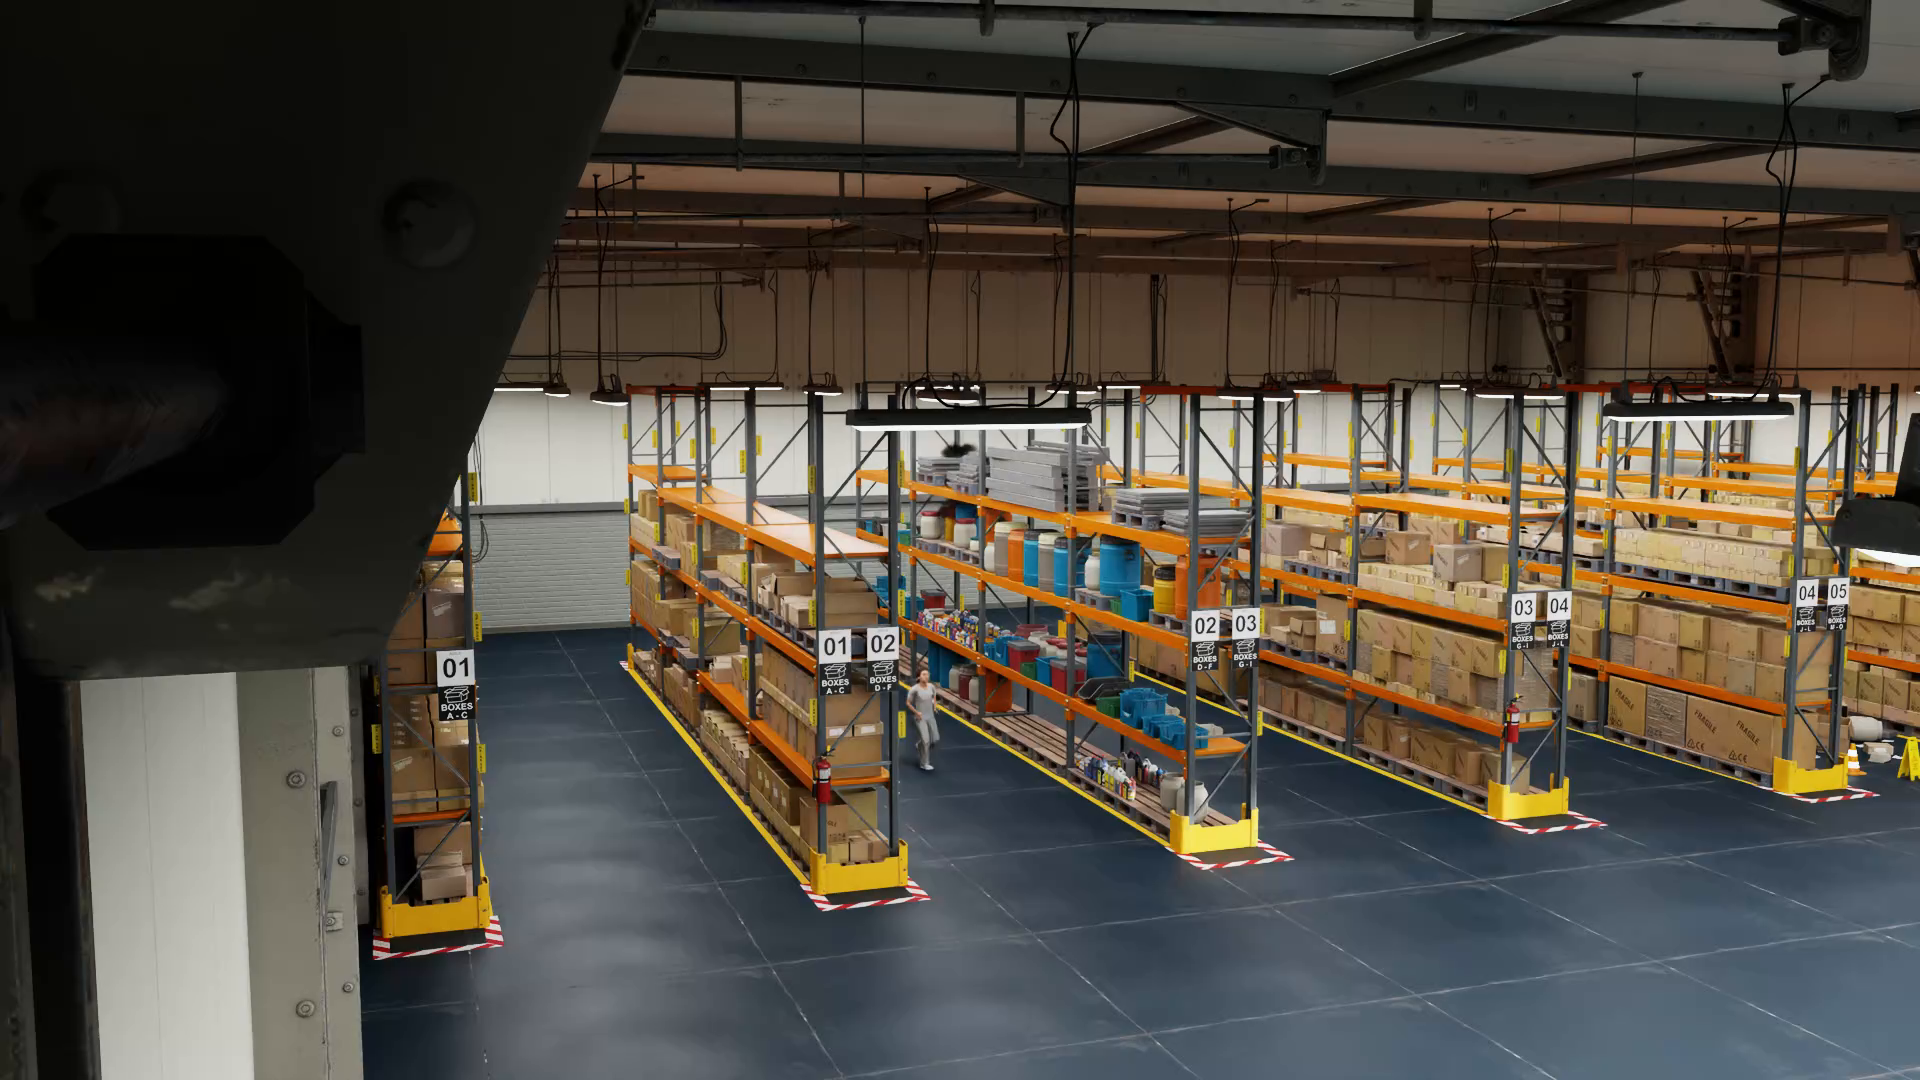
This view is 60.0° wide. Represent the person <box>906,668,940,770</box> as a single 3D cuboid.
[{"bbox_3d":[-0.595,2.811,26.268,0.548,1.624,0.558,-3,7,-30],"label":"person"}]

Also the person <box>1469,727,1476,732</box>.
[{"bbox_3d":[9.052,2.458,29.167,0.680,1.763,0.754,-3,7,-30],"label":"person"}]
